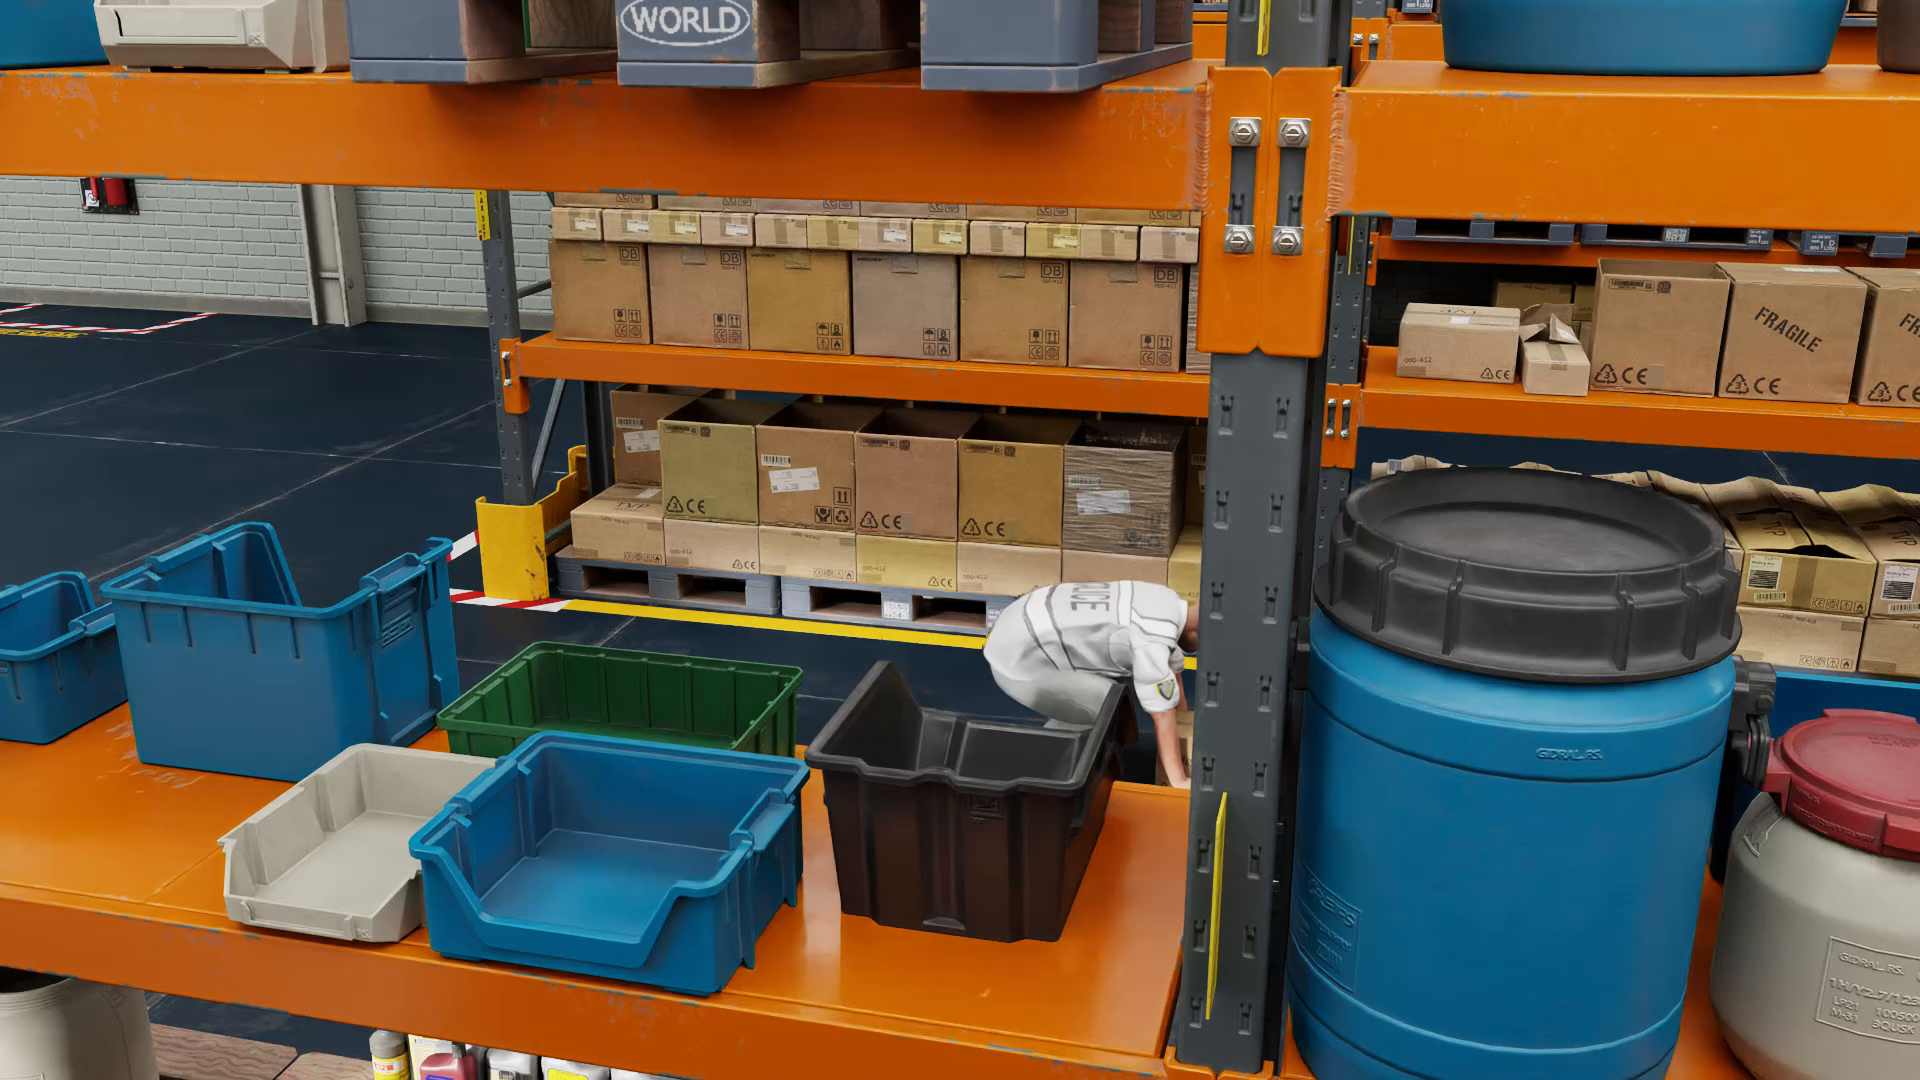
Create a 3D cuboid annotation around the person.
[{"bbox_3d":[0.608,0.551,6.424,1.019,0.822,0.527,4,19,12],"label":"person"}]
